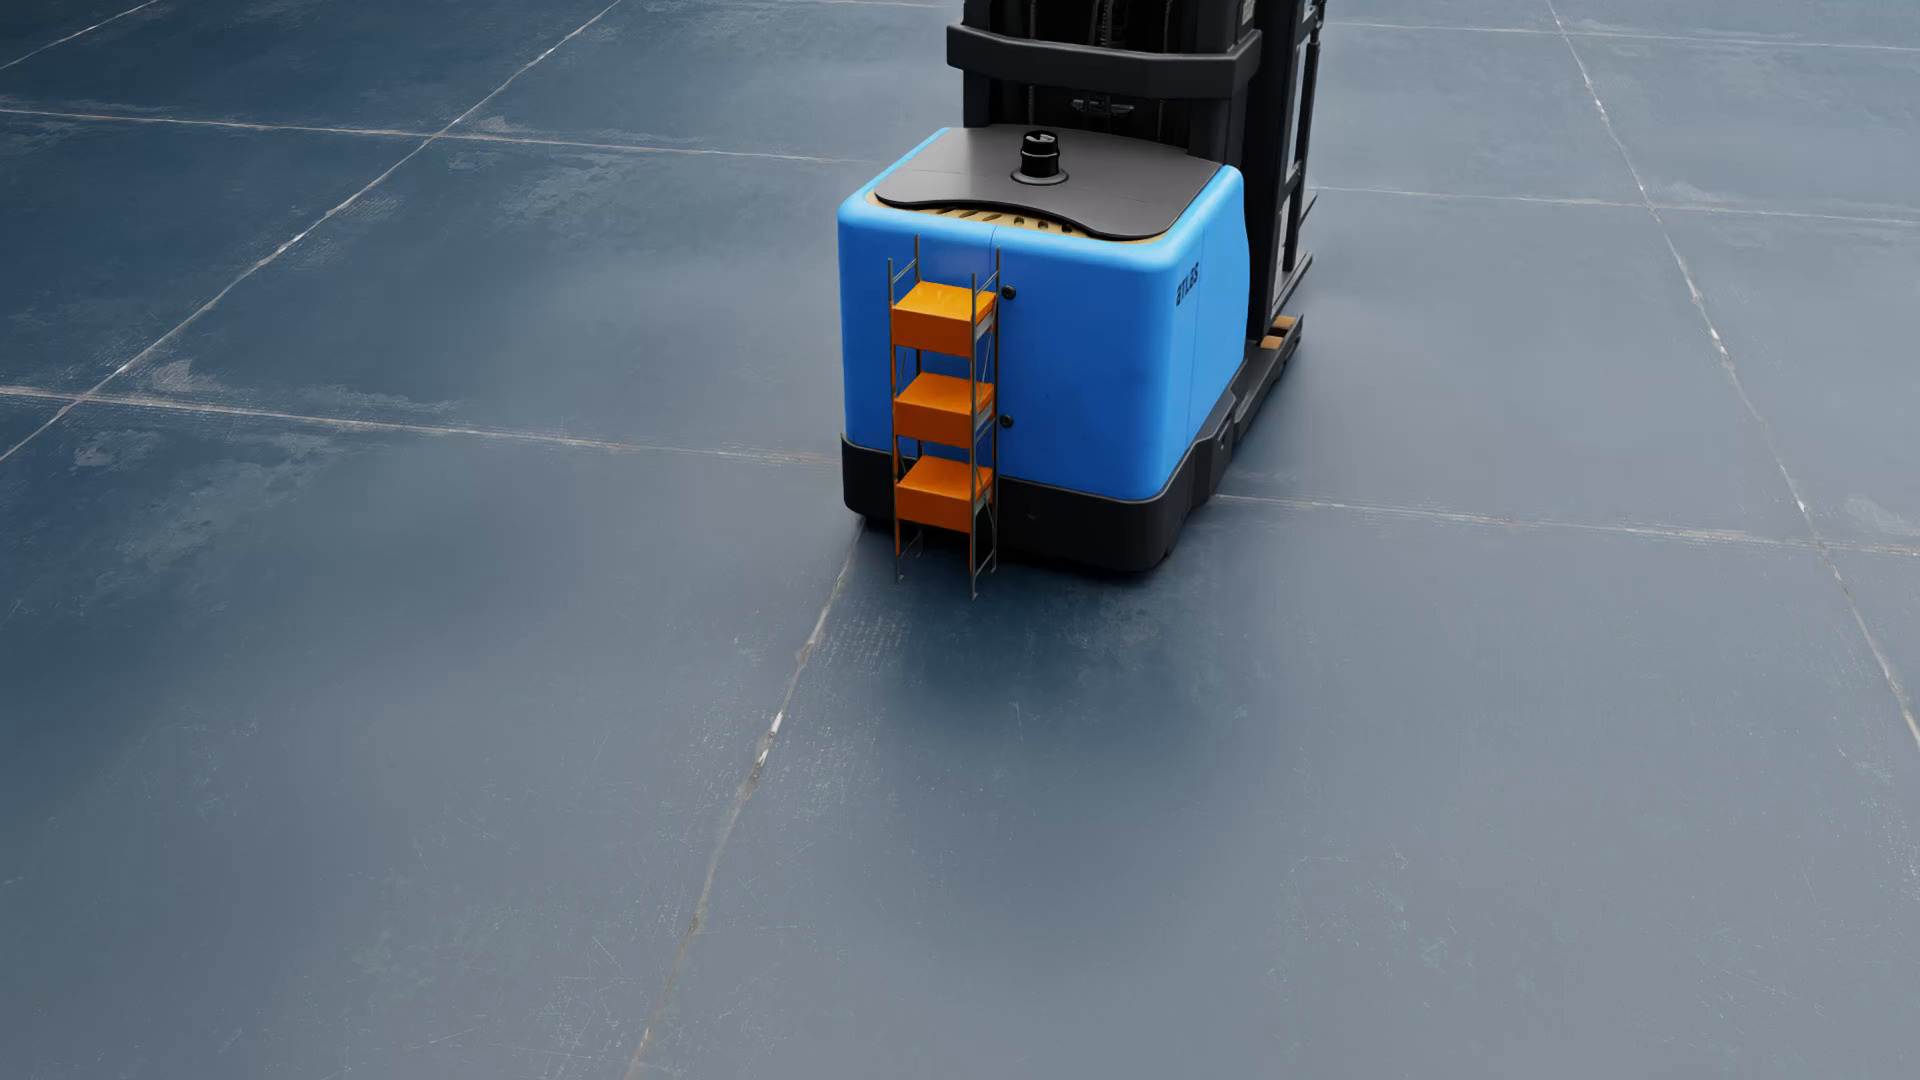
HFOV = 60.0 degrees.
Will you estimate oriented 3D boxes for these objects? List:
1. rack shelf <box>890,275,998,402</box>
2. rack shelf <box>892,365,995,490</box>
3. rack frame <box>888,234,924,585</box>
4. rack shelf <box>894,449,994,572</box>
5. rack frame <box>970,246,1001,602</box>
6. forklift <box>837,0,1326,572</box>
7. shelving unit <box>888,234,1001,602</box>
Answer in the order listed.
[{"bbox_3d":[-0.041,-0.567,4.651,0.240,0.259,0.215,12,34,18],"label":"rack shelf"},{"bbox_3d":[-0.041,-0.326,4.802,0.240,0.259,0.215,12,34,18],"label":"rack shelf"},{"bbox_3d":[-0.155,-0.359,4.834,0.008,1.050,0.200,12,34,18],"label":"rack frame"},{"bbox_3d":[-0.041,-0.091,4.949,0.240,0.259,0.215,12,34,18],"label":"rack shelf"},{"bbox_3d":[0.072,-0.311,4.757,0.008,1.050,0.200,12,34,18],"label":"rack frame"},{"bbox_3d":[0.664,-1.916,5.549,1.130,2.935,3.031,13,34,19],"label":"forklift"},{"bbox_3d":[-0.041,-0.335,4.796,0.252,1.050,0.215,12,34,18],"label":"shelving unit"}]
